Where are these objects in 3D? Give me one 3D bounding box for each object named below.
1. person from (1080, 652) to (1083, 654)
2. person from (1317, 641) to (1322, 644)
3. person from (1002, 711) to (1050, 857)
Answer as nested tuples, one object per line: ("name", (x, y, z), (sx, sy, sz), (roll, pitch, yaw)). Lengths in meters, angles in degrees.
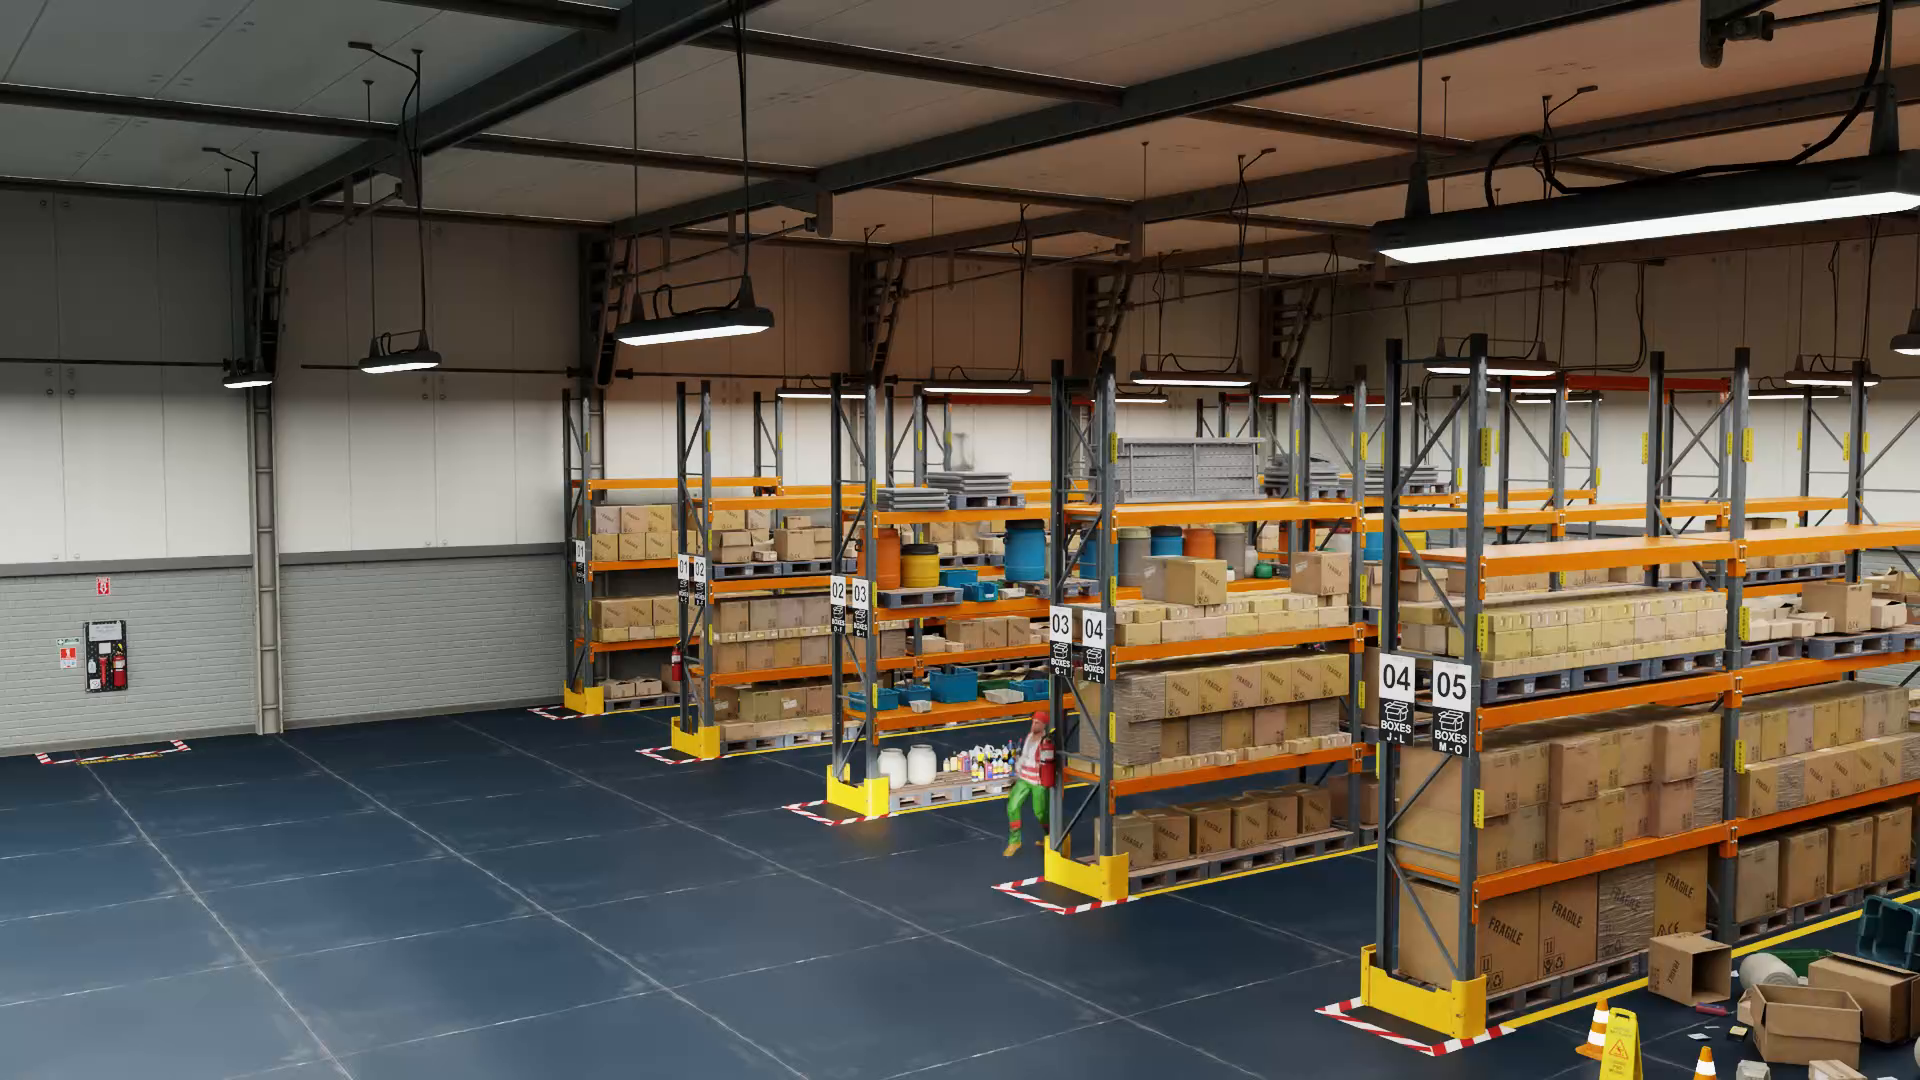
("person", (2.429, 2.046, 34.735), (0.937, 1.847, 0.666), (-4, 5, -45))
("person", (7.128, 2.243, 32.335), (0.977, 1.638, 0.589), (-3, 5, -42))
("person", (0.957, 2.980, 20.352), (0.672, 1.817, 0.741), (3, 5, 43))
